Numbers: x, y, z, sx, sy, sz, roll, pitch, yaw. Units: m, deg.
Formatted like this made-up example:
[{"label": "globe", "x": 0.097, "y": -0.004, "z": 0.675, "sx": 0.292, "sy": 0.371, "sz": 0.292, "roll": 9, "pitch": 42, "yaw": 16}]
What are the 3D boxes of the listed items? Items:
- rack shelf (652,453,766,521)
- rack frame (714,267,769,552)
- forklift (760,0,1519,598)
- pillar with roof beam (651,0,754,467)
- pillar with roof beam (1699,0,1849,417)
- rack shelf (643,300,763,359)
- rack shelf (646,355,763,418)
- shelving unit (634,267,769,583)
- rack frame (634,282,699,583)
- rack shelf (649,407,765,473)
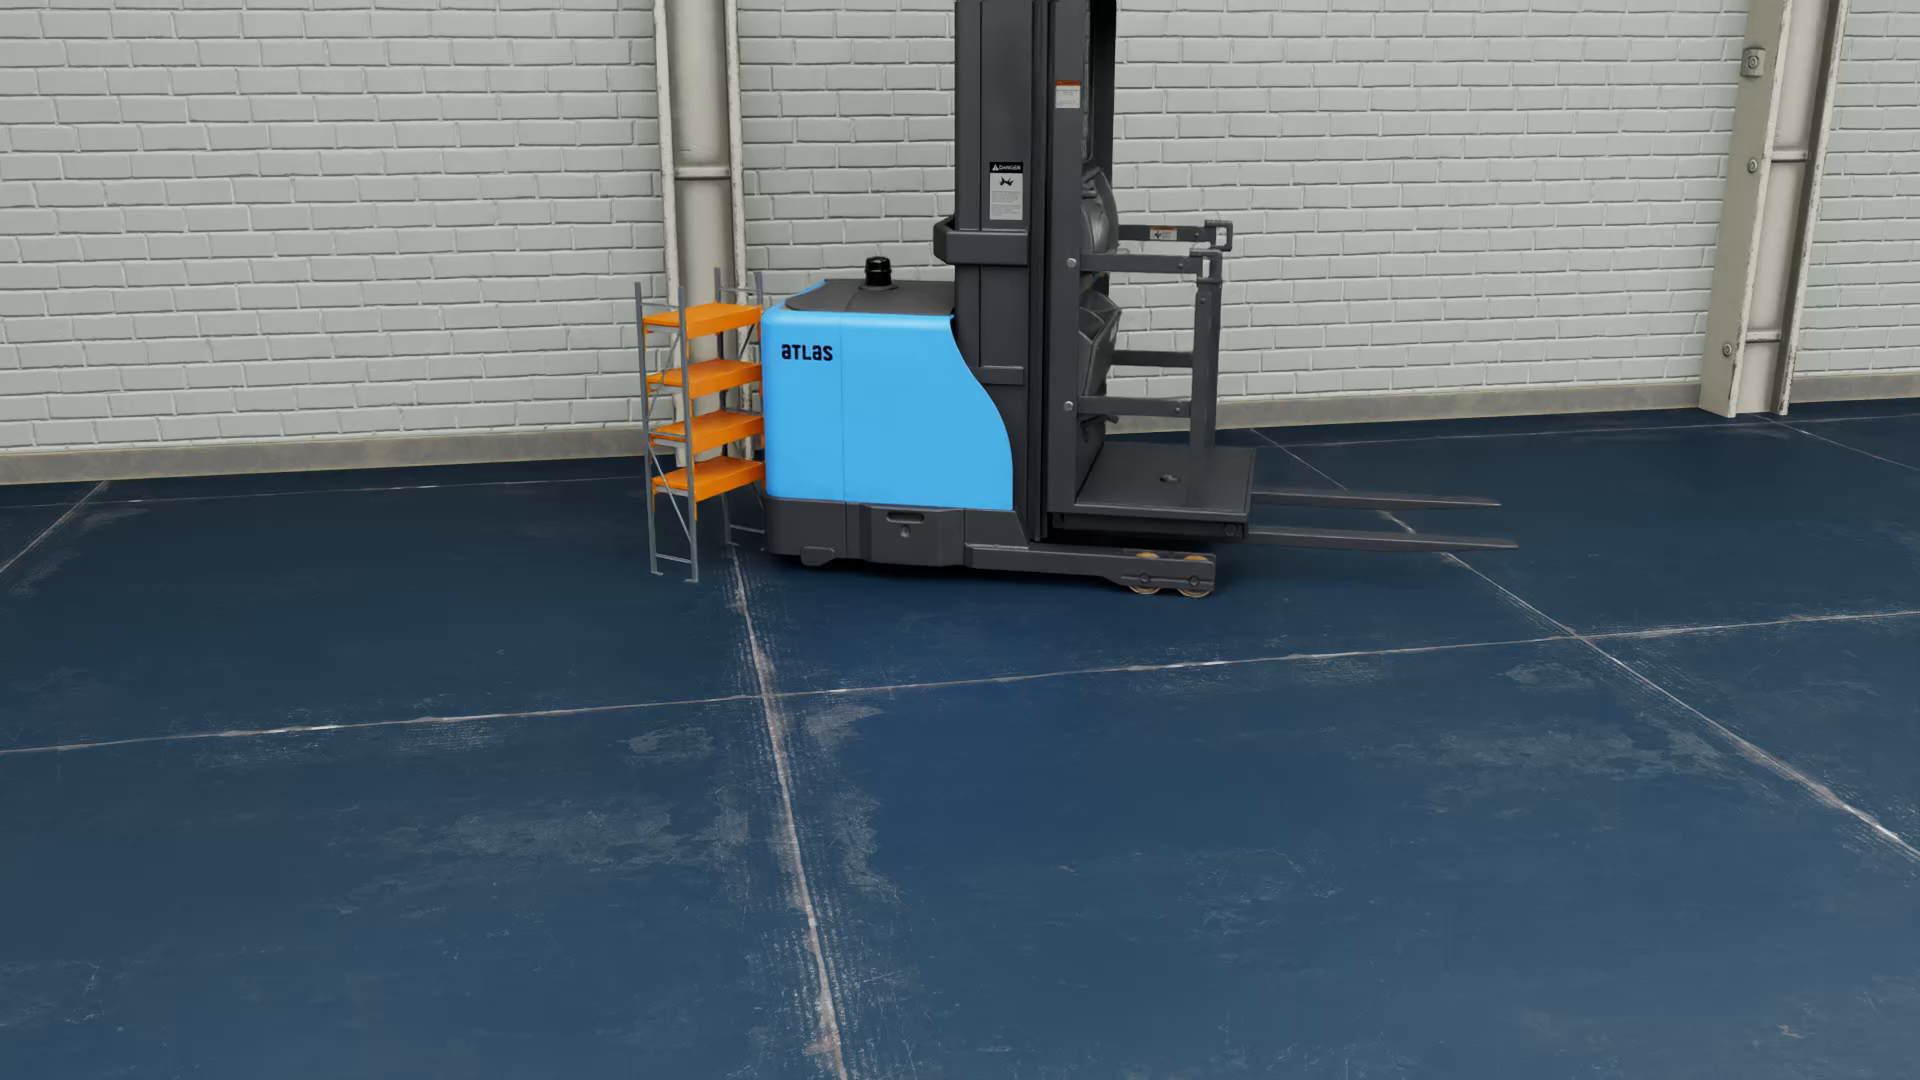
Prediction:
[{"label": "rack shelf", "x": -1.042, "y": -0.226, "z": 6.910, "sx": 0.258, "sy": 0.148, "sz": 0.480, "roll": 10, "pitch": 20, "yaw": 30}, {"label": "rack frame", "x": -0.916, "y": -0.542, "z": 7.032, "sx": 0.240, "sy": 1.200, "sz": 0.015, "roll": 10, "pitch": 20, "yaw": 30}, {"label": "forklift", "x": 0.752, "y": -1.342, "z": 6.689, "sx": 3.031, "sy": 2.935, "sz": 1.130, "roll": 3, "pitch": 17, "yaw": 11}, {"label": "pillar with roof beam", "x": -0.471, "y": -3.491, "z": 3.350, "sx": 0.400, "sy": 9.000, "sz": 9.100, "roll": -3, "pitch": 17, "yaw": -10}, {"label": "pillar with roof beam", "x": 5.420, "y": -3.825, "z": 4.438, "sx": 0.400, "sy": 9.000, "sz": 9.100, "roll": -3, "pitch": 17, "yaw": -10}, {"label": "rack shelf", "x": -1.042, "y": -0.856, "z": 6.717, "sx": 0.258, "sy": 0.148, "sz": 0.480, "roll": 10, "pitch": 20, "yaw": 30}, {"label": "rack shelf", "x": -1.042, "y": -0.630, "z": 6.786, "sx": 0.258, "sy": 0.148, "sz": 0.480, "roll": 10, "pitch": 20, "yaw": 30}, {"label": "shelving unit", "x": -1.042, "y": -0.480, "z": 6.832, "sx": 0.258, "sy": 1.200, "sz": 0.503, "roll": 10, "pitch": 20, "yaw": 30}, {"label": "rack frame", "x": -1.169, "y": -0.419, "z": 6.633, "sx": 0.240, "sy": 1.200, "sz": 0.015, "roll": 10, "pitch": 20, "yaw": 30}, {"label": "rack shelf", "x": -1.042, "y": -0.416, "z": 6.852, "sx": 0.258, "sy": 0.148, "sz": 0.480, "roll": 10, "pitch": 20, "yaw": 30}]
